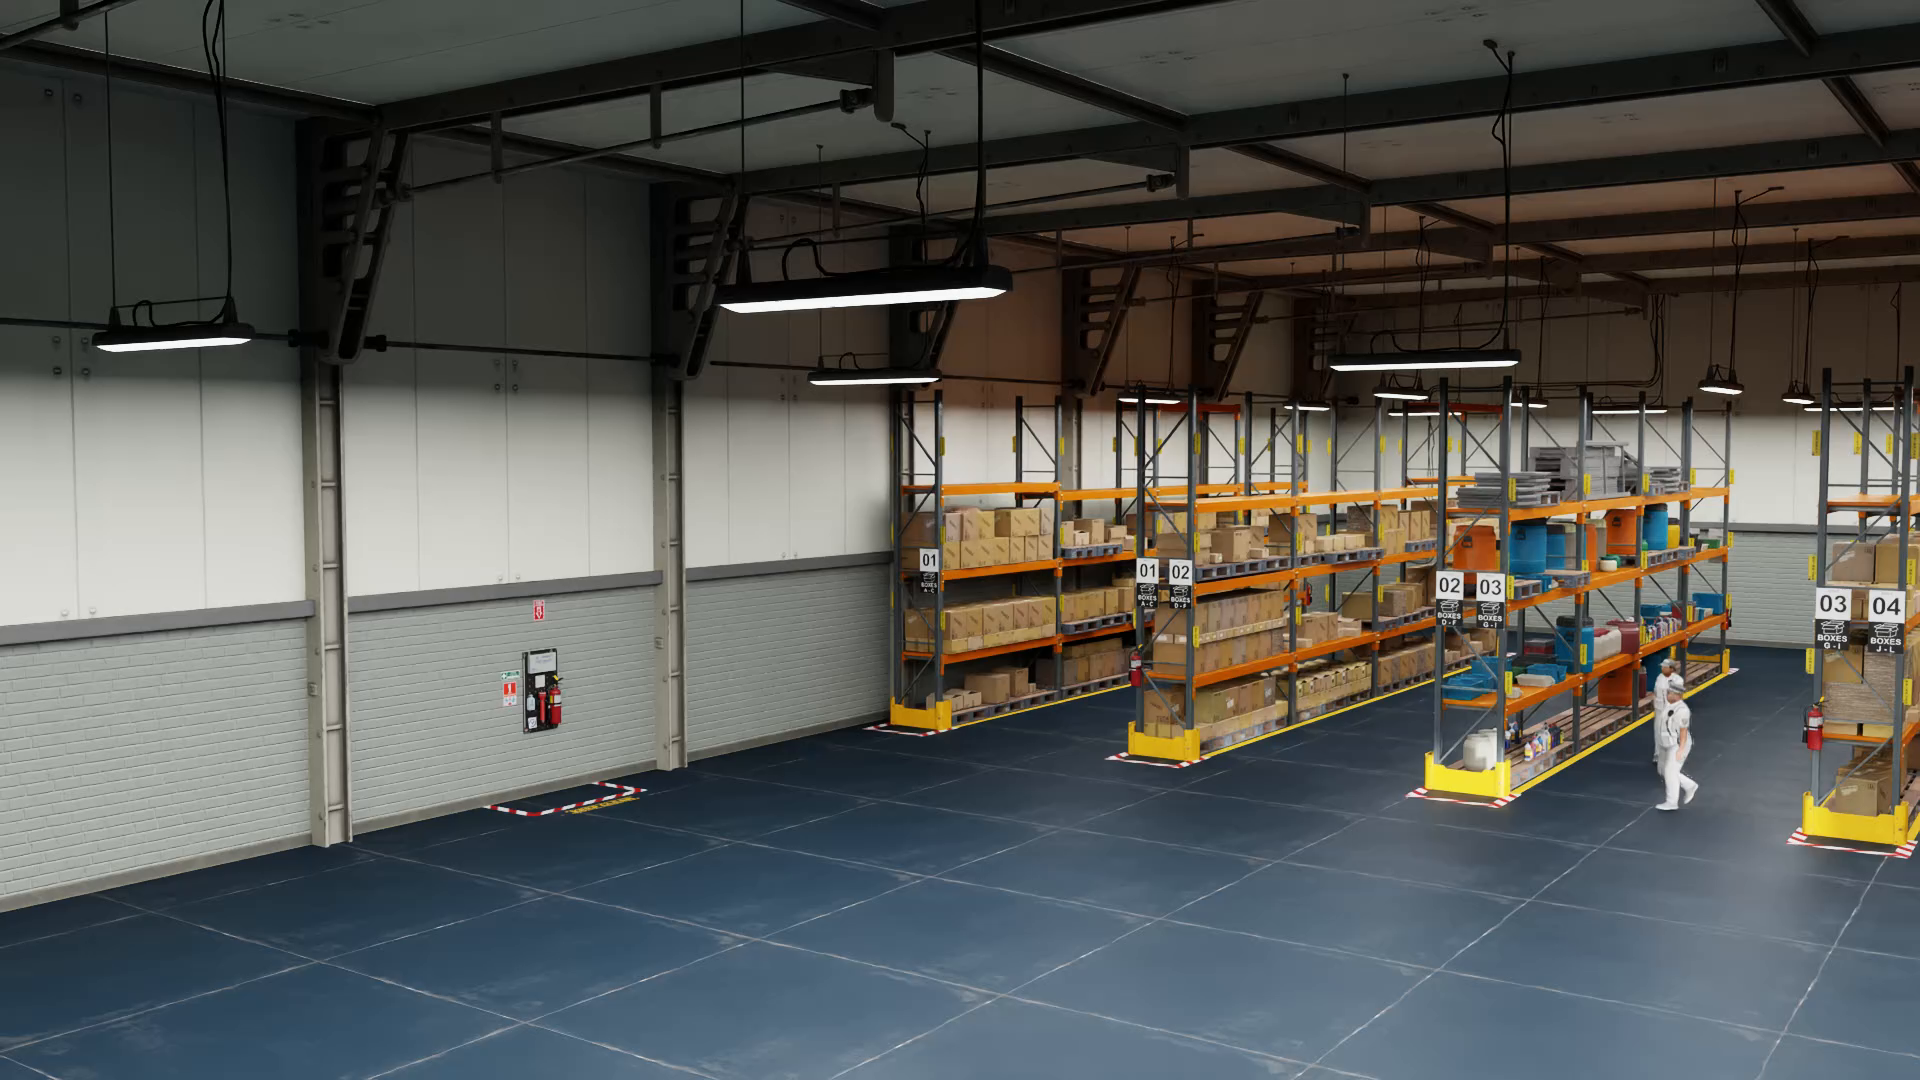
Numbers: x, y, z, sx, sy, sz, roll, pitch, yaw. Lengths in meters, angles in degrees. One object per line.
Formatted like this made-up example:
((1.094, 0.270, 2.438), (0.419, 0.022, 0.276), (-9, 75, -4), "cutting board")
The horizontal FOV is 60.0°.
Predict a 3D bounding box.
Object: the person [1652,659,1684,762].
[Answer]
((11.284, 2.692, 26.467), (0.467, 1.605, 1.022), (2, 4, 33), "person")

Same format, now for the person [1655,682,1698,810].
((9.893, 2.817, 22.886), (0.698, 1.750, 0.544), (0, 3, -6), "person")

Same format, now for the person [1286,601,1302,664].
((7.201, 2.154, 35.818), (0.514, 1.674, 0.534), (3, 4, 40), "person")
